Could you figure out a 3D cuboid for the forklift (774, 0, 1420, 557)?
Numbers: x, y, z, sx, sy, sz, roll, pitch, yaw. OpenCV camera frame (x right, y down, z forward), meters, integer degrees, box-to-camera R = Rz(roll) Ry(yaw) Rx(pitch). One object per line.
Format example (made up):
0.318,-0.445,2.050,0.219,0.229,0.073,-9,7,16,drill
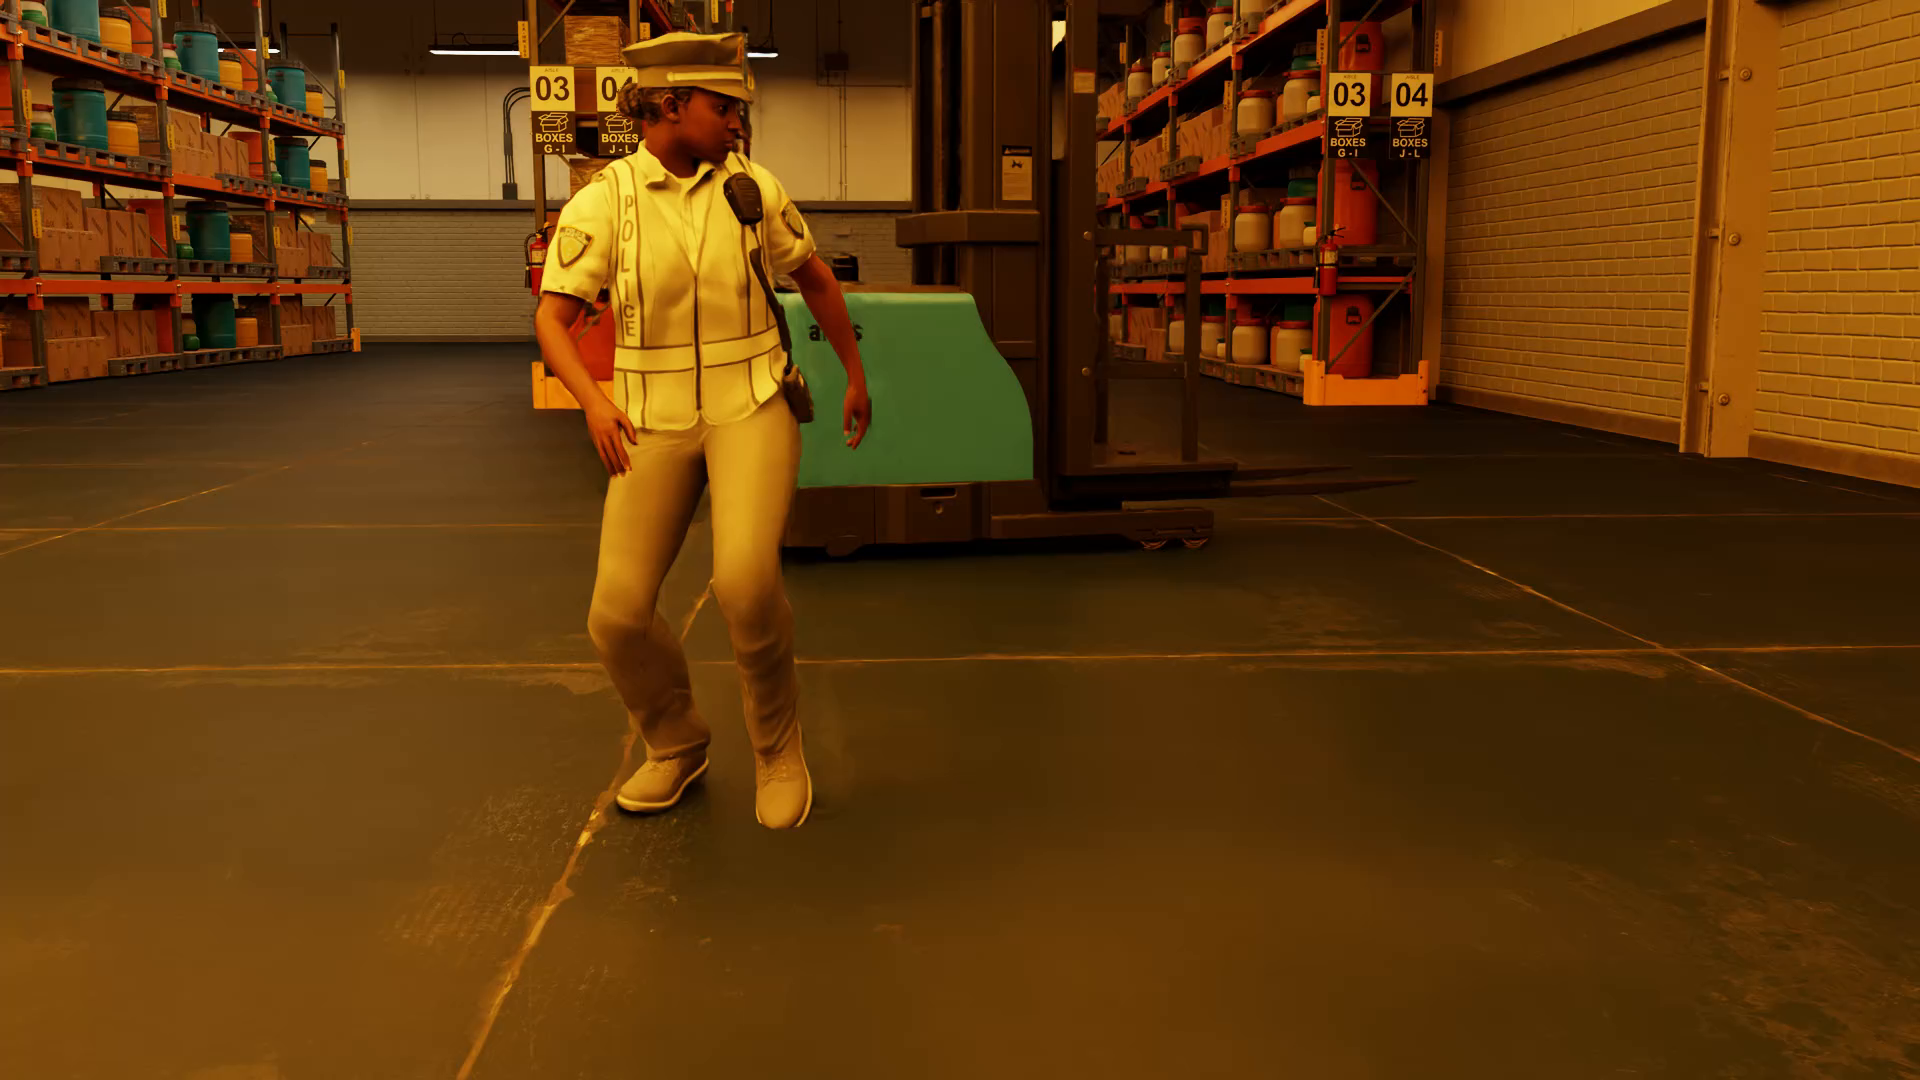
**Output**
0.577,-1.485,7.333,3.031,2.935,1.130,-3,9,-18,forklift

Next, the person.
-0.520,-0.208,3.417,0.633,1.613,0.681,0,8,2,person
